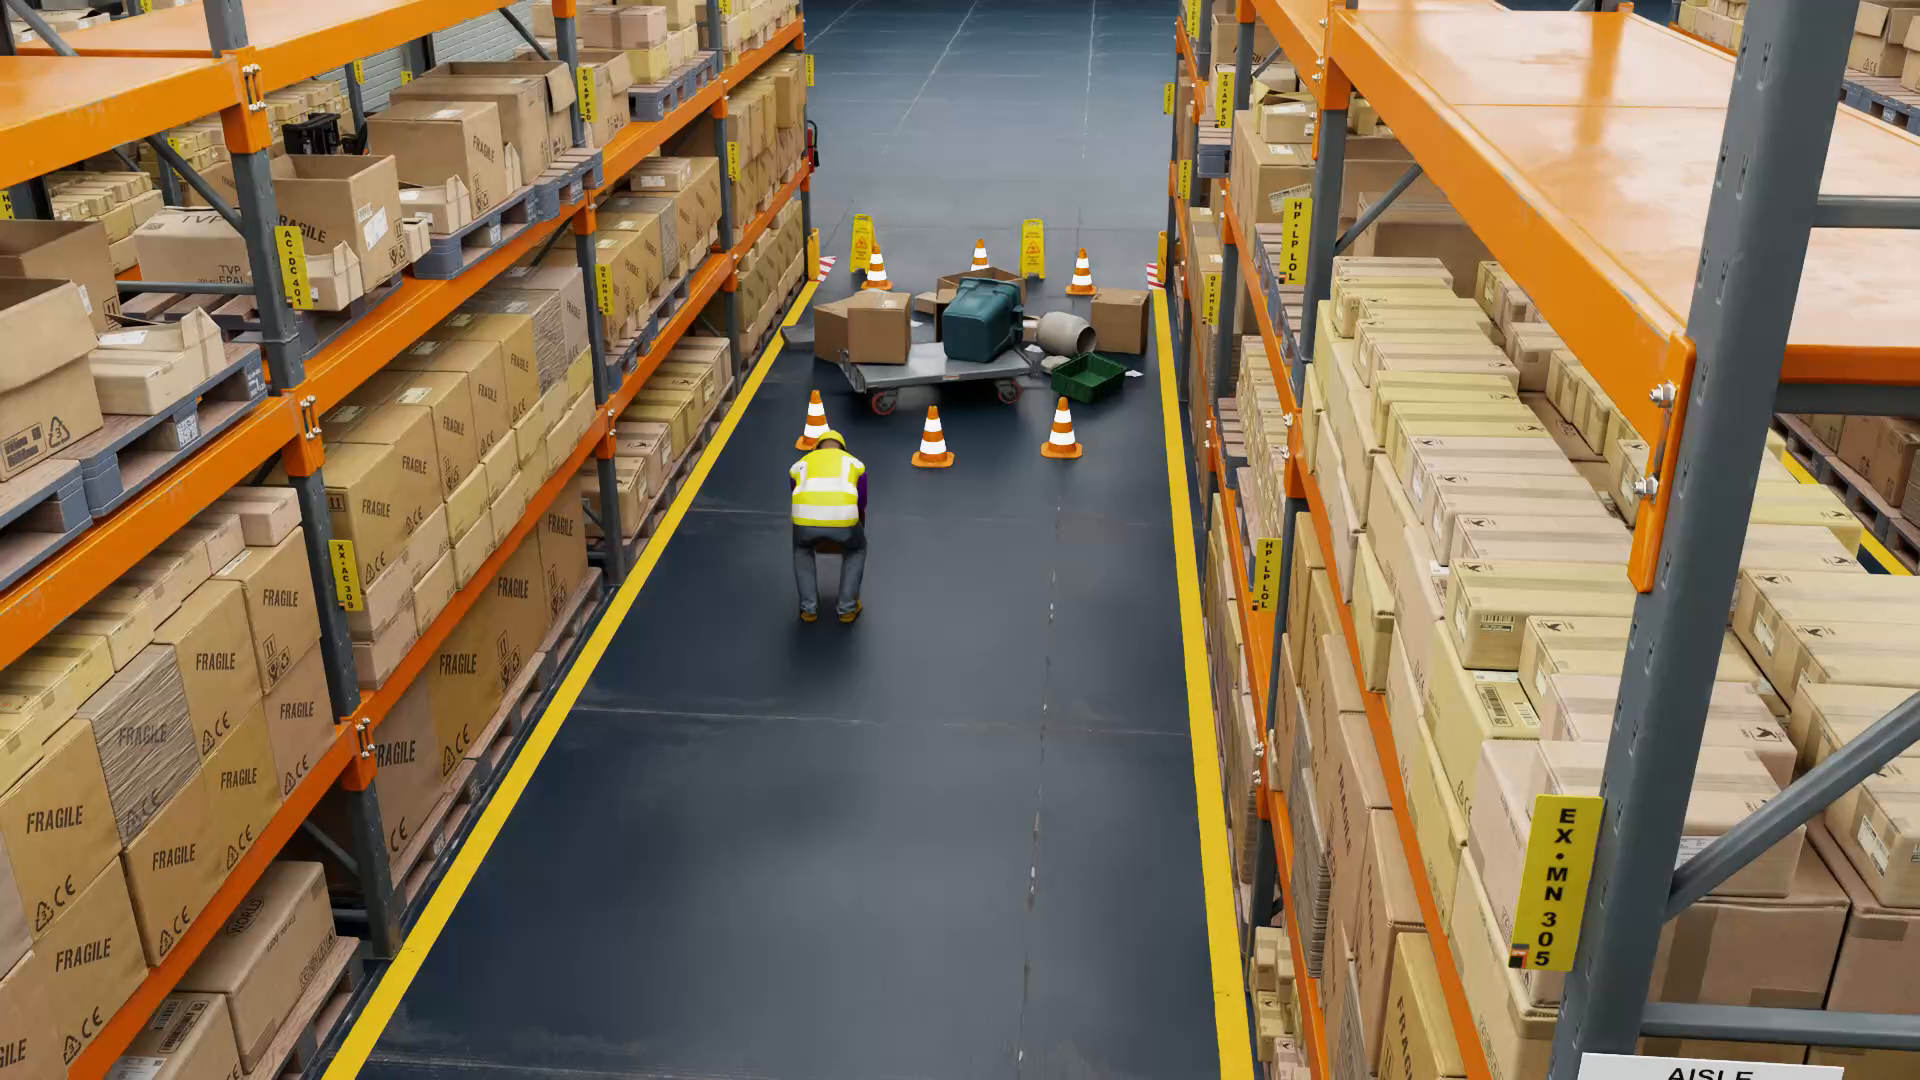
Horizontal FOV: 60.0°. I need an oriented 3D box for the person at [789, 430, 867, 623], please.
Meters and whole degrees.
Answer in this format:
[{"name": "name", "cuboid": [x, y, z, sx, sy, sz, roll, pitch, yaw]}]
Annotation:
[{"name": "person", "cuboid": [-0.868, -0.081, 10.985, 0.514, 1.083, 0.966, 1, 24, 2]}]
